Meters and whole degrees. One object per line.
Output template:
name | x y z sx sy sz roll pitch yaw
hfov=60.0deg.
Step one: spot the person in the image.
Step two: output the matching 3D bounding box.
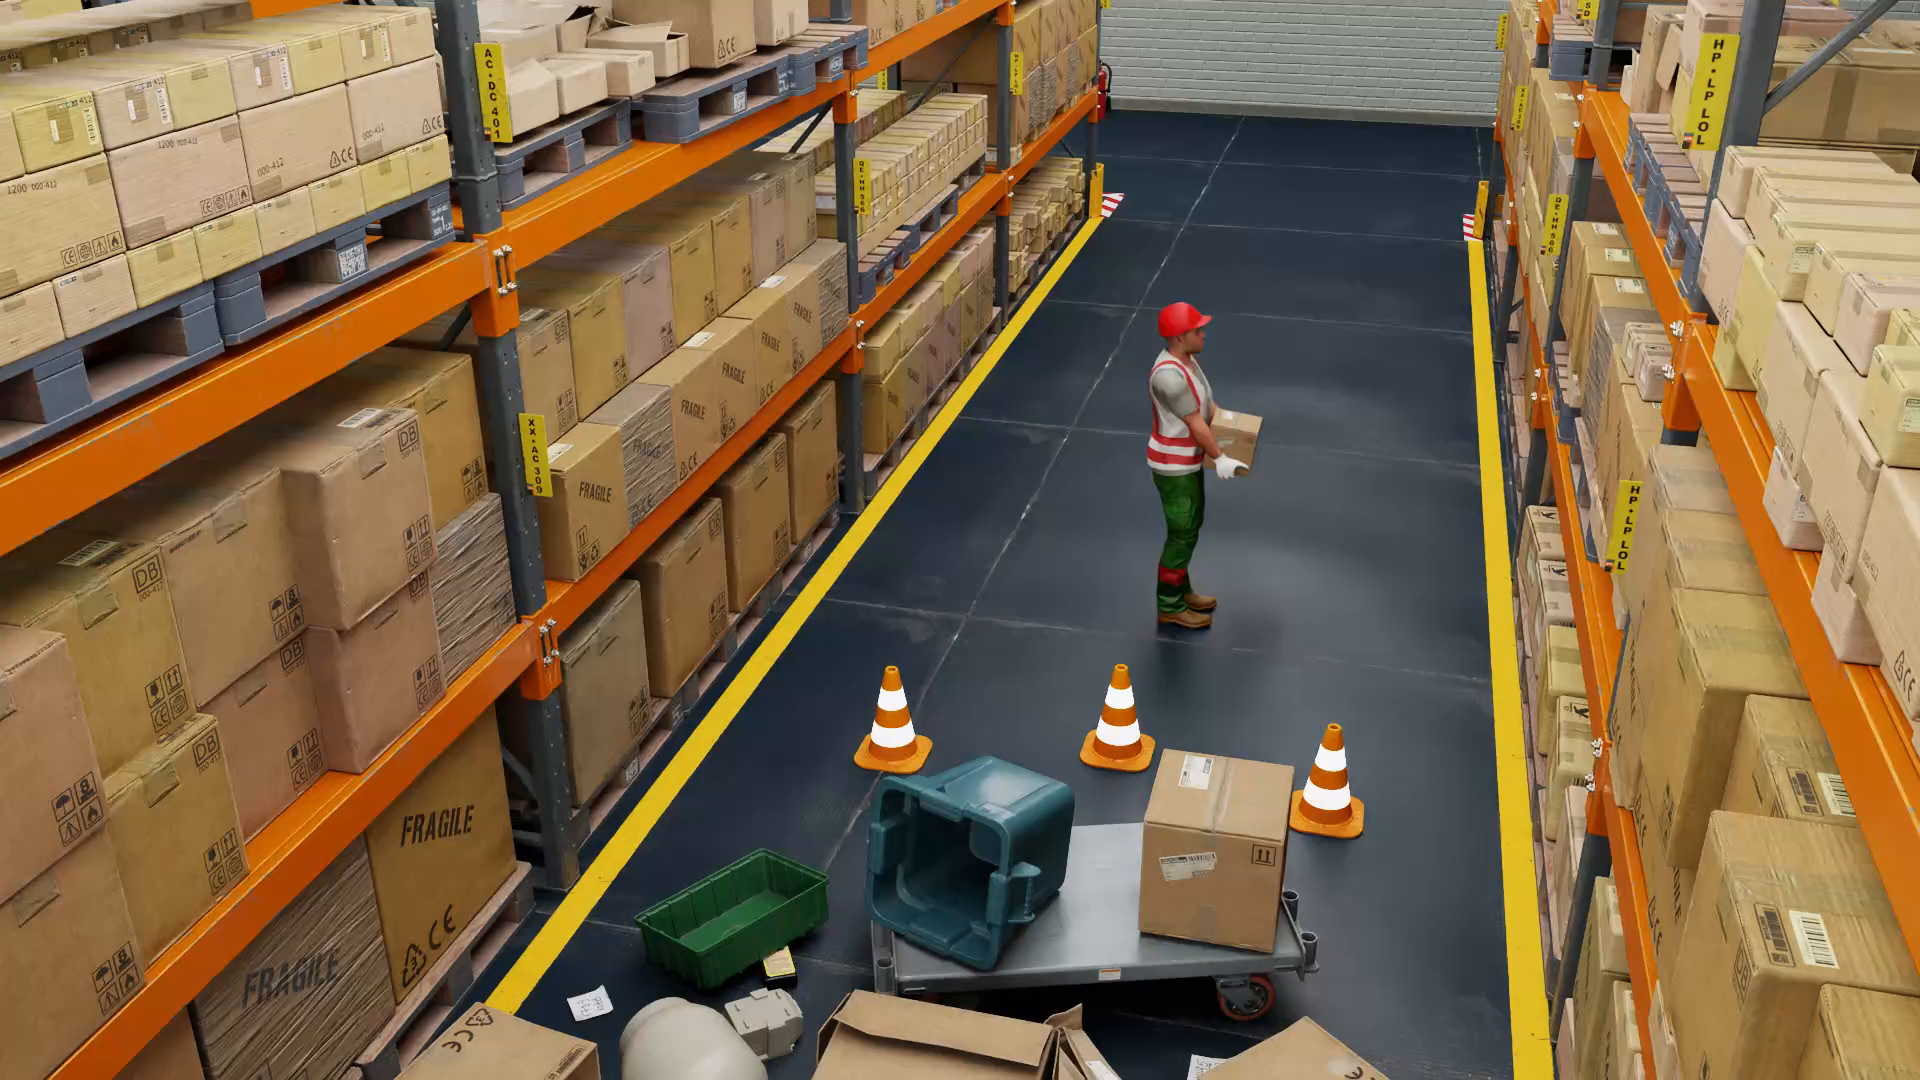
person | 1.285 -0.398 8.933 0.561 1.785 0.495 7 26 14
